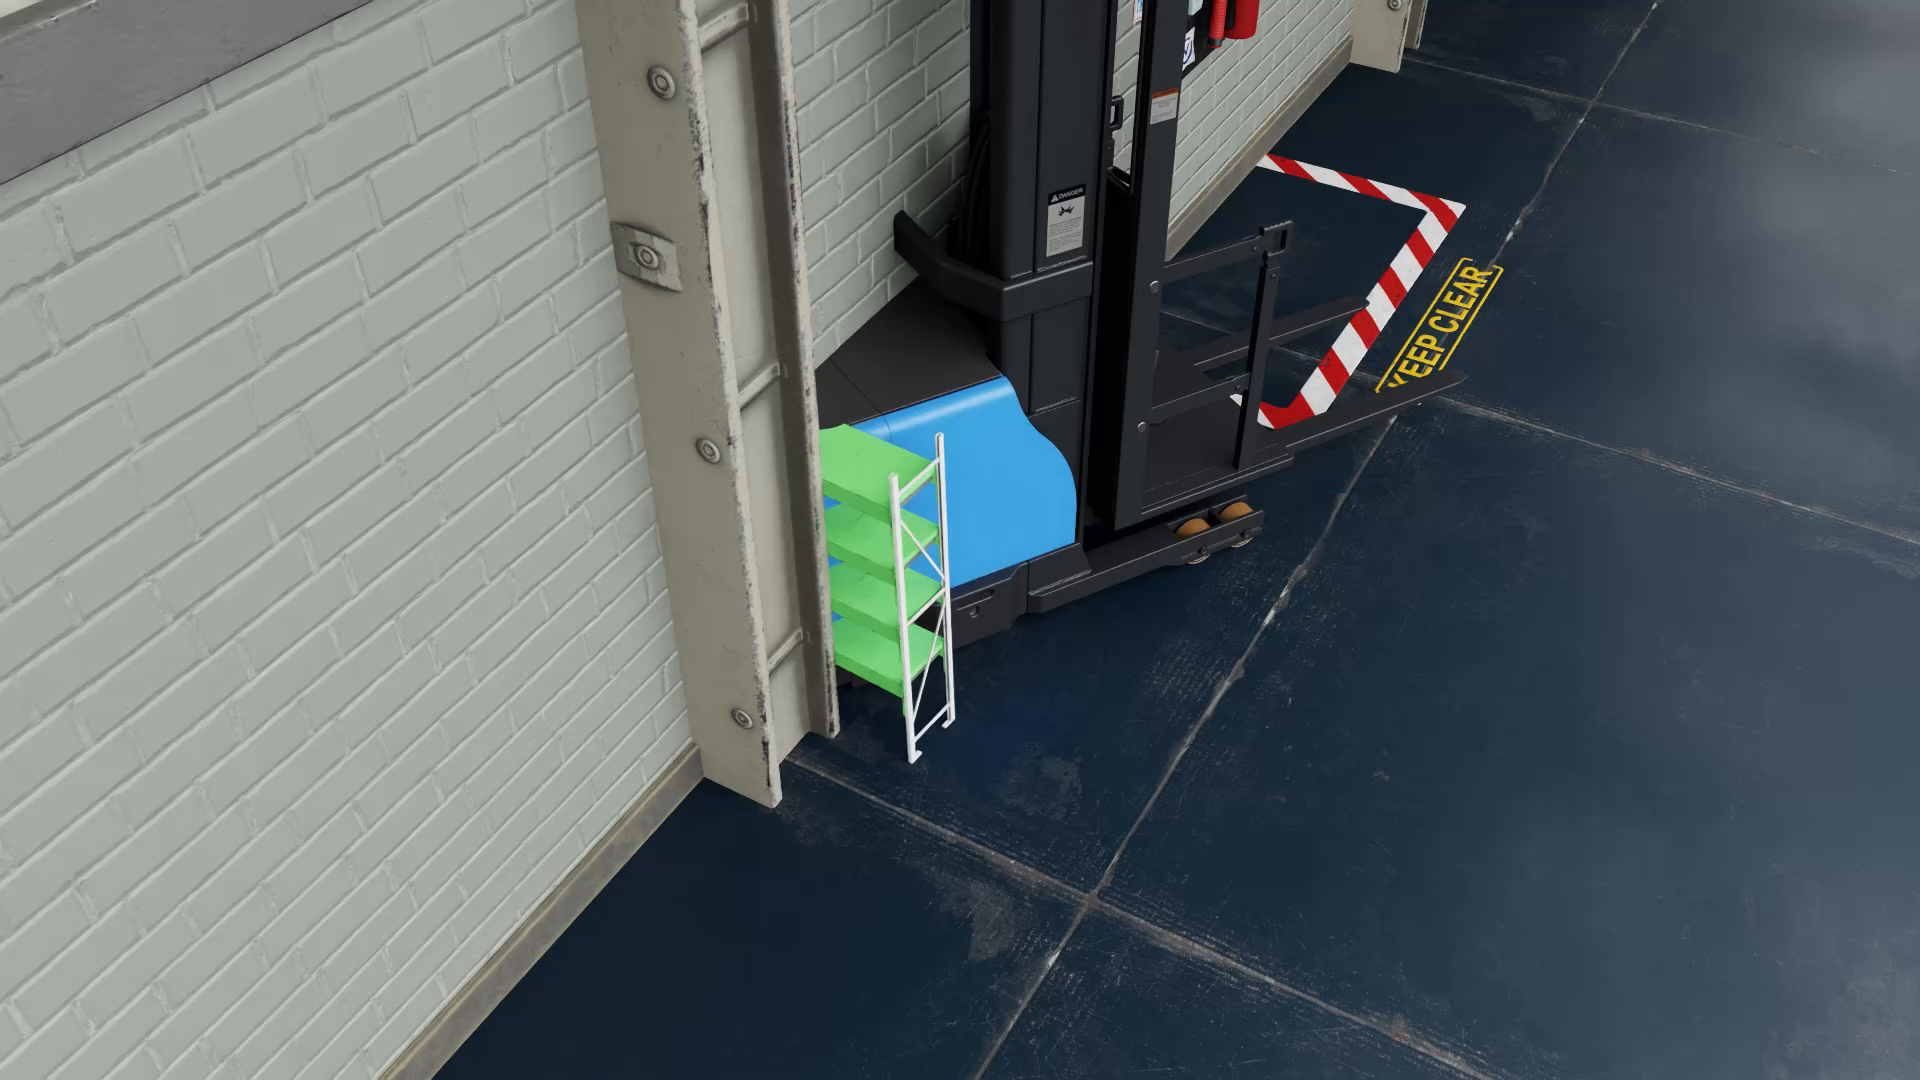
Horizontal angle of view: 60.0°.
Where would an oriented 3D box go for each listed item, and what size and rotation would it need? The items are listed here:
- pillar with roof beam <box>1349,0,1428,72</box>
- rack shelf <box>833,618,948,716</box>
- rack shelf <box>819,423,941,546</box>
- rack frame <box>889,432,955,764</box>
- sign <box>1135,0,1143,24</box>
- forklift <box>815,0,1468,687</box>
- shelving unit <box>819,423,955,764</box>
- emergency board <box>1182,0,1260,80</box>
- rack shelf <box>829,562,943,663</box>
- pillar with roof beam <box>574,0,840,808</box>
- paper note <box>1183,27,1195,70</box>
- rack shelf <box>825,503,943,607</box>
[{"bbox_3d":[6.102,-4.697,4.775,9.100,9.000,0.400,21,45,22],"label":"pillar with roof beam"},{"bbox_3d":[-0.299,0.349,5.407,0.480,0.148,0.258,24,48,27],"label":"rack shelf"},{"bbox_3d":[-0.317,-0.192,4.932,0.480,0.148,0.258,24,48,27],"label":"rack shelf"},{"bbox_3d":[-0.108,0.210,5.096,0.015,1.200,0.240,24,48,27],"label":"rack frame"},{"bbox_3d":[0.739,-2.199,6.450,0.001,0.329,0.234,21,45,22],"label":"sign"},{"bbox_3d":[0.549,-1.299,5.507,3.031,2.935,1.130,-20,45,-21],"label":"forklift"},{"bbox_3d":[-0.306,0.120,5.206,0.503,1.200,0.258,24,48,27],"label":"shelving unit"},{"bbox_3d":[1.105,-2.468,6.783,0.194,1.169,0.643,21,45,22],"label":"emergency board"},{"bbox_3d":[-0.305,0.168,5.248,0.480,0.148,0.258,24,48,27],"label":"rack shelf"},{"bbox_3d":[3.100,-1.264,0.876,9.100,9.000,0.400,21,45,22],"label":"pillar with roof beam"},{"bbox_3d":[0.957,-2.059,6.985,0.016,0.148,0.142,21,45,22],"label":"paper note"},{"bbox_3d":[-0.311,-0.012,5.090,0.480,0.148,0.258,24,48,27],"label":"rack shelf"}]
